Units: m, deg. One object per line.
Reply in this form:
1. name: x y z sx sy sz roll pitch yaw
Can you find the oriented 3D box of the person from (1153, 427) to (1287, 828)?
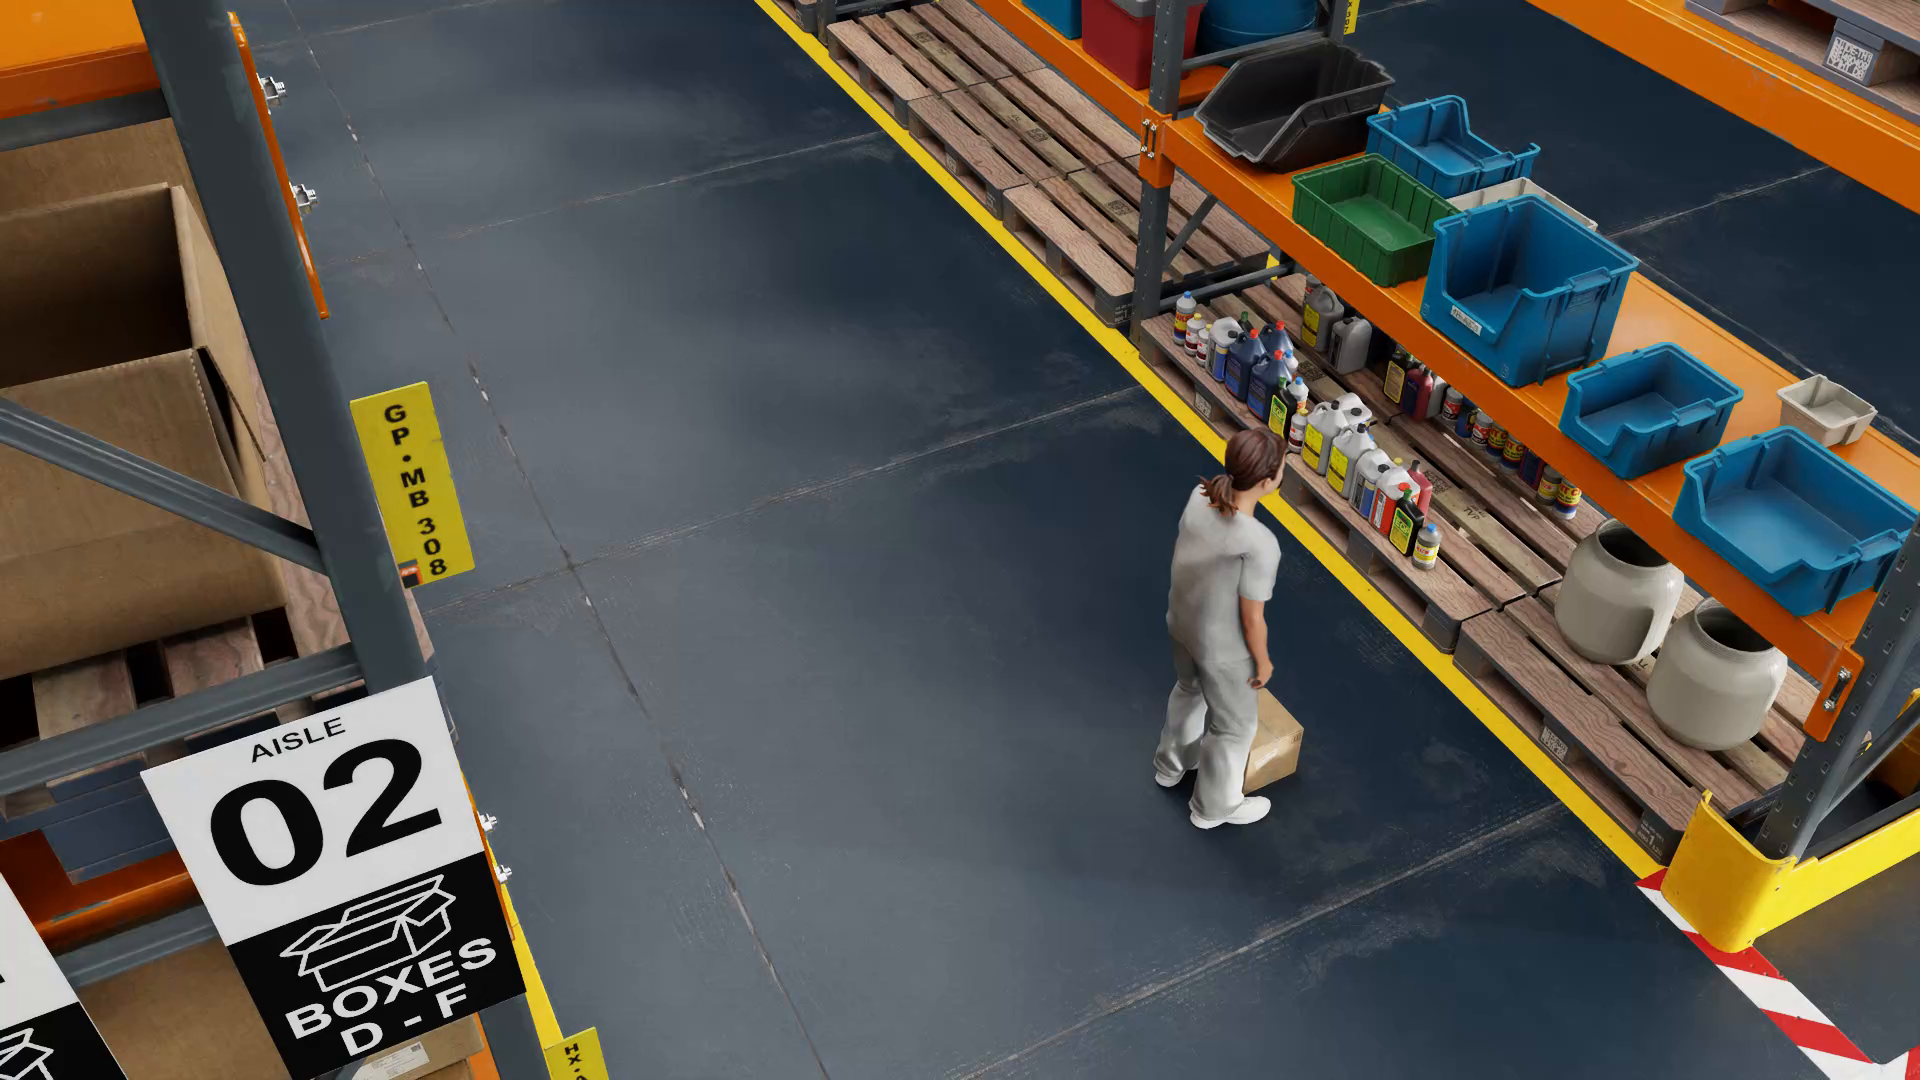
1. person: 0.910 0.316 5.801 0.353 1.673 0.492 -19 45 -21
